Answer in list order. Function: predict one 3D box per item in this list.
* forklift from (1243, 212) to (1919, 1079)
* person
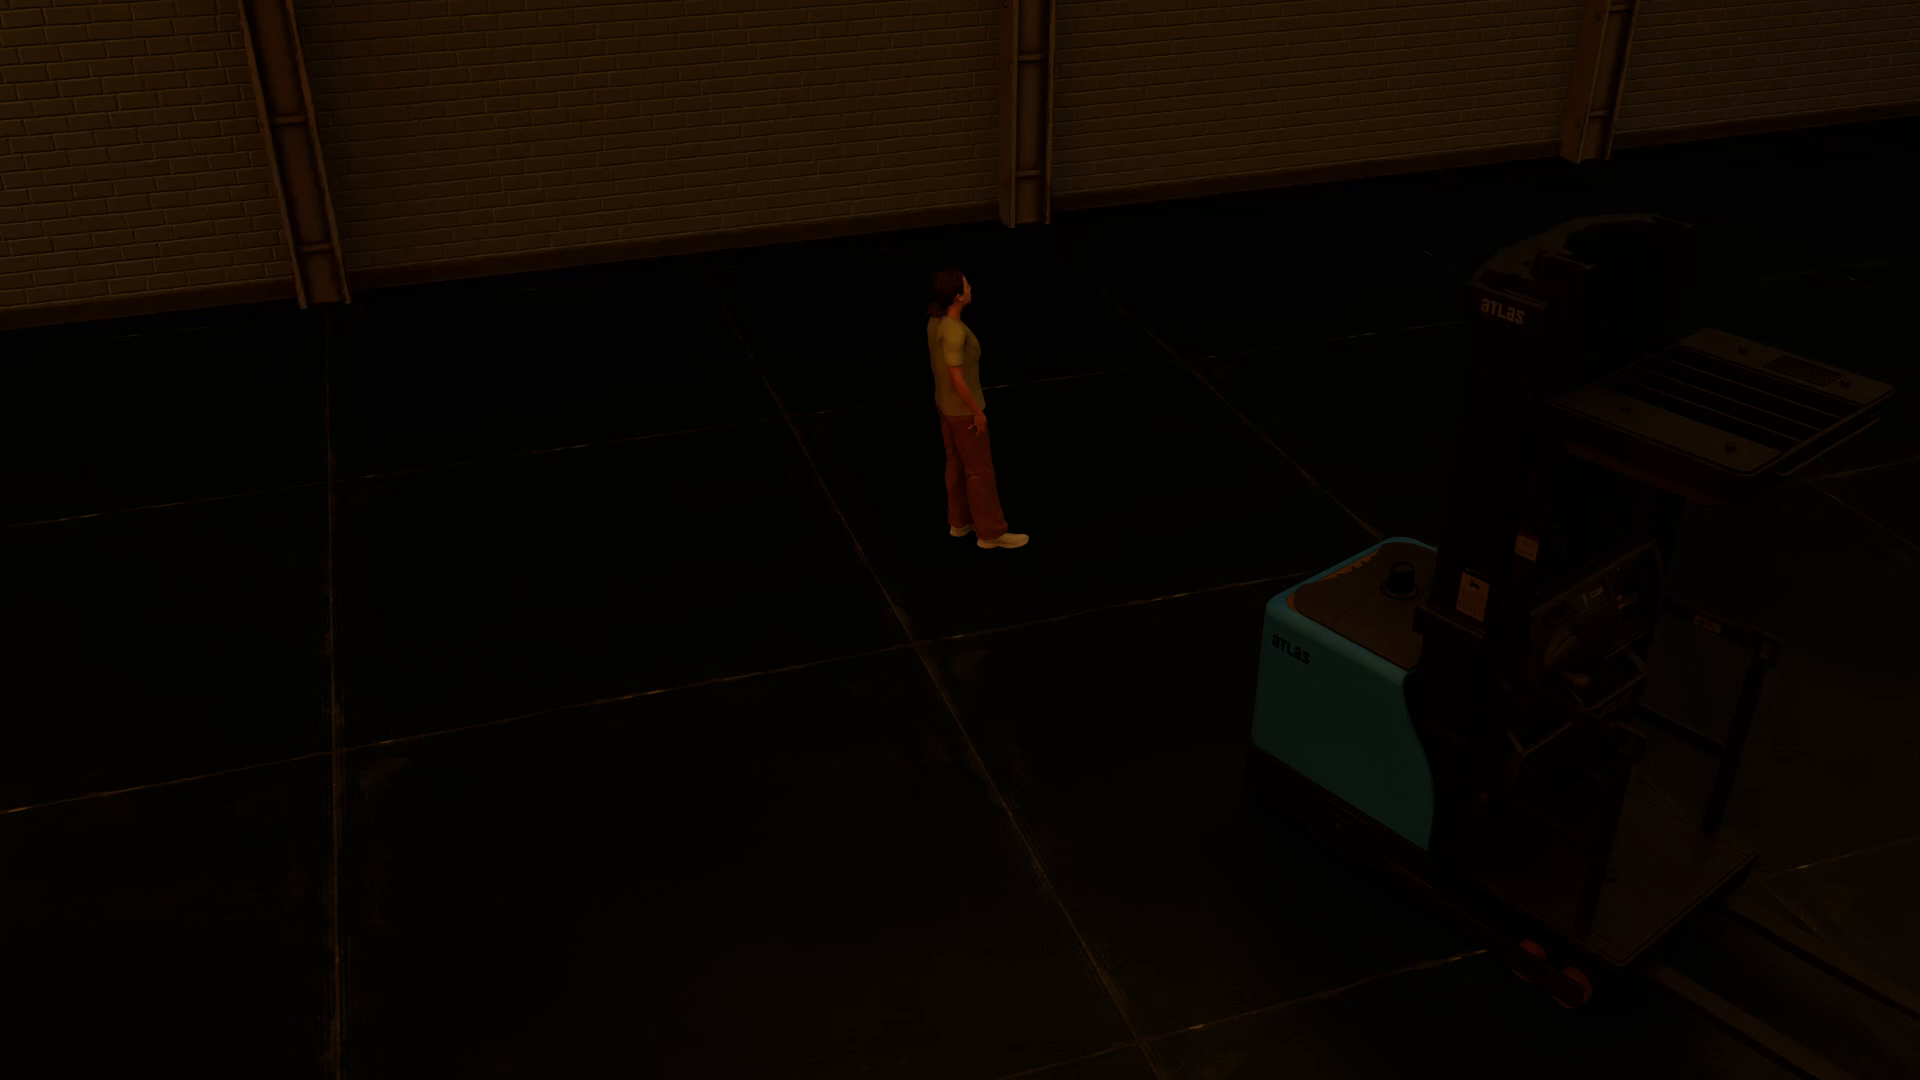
[{"bbox_3d":[2.674,0.340,6.496,1.130,2.935,3.031,-22,37,-34],"label":"forklift"},{"bbox_3d":[0.074,-0.774,9.595,0.547,1.673,0.553,-10,31,-16],"label":"person"}]
